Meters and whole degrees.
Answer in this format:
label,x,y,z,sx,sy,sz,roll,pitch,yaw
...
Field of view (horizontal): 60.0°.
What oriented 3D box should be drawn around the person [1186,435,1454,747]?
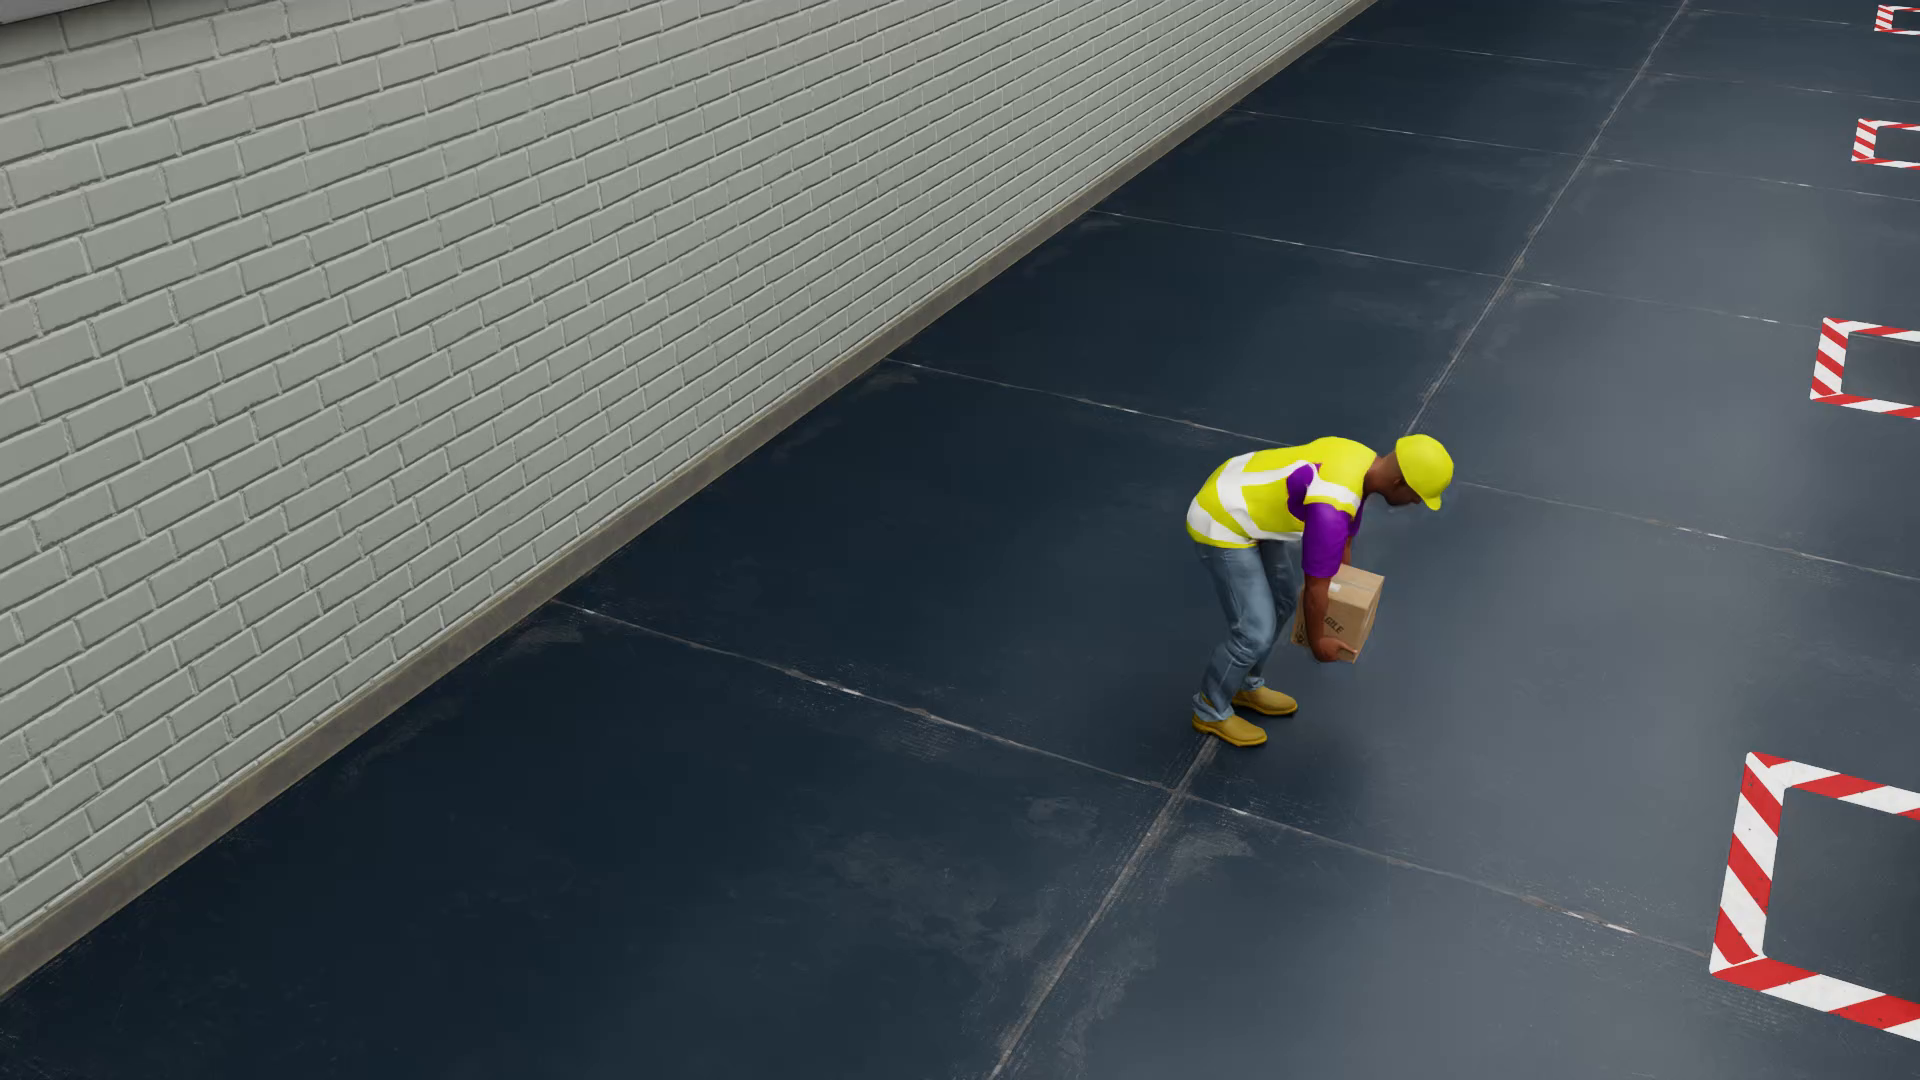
label,x,y,z,sx,sy,sz,roll,pitch,yaw
person,1.305,0.154,6.248,0.918,1.355,0.473,13,33,22
